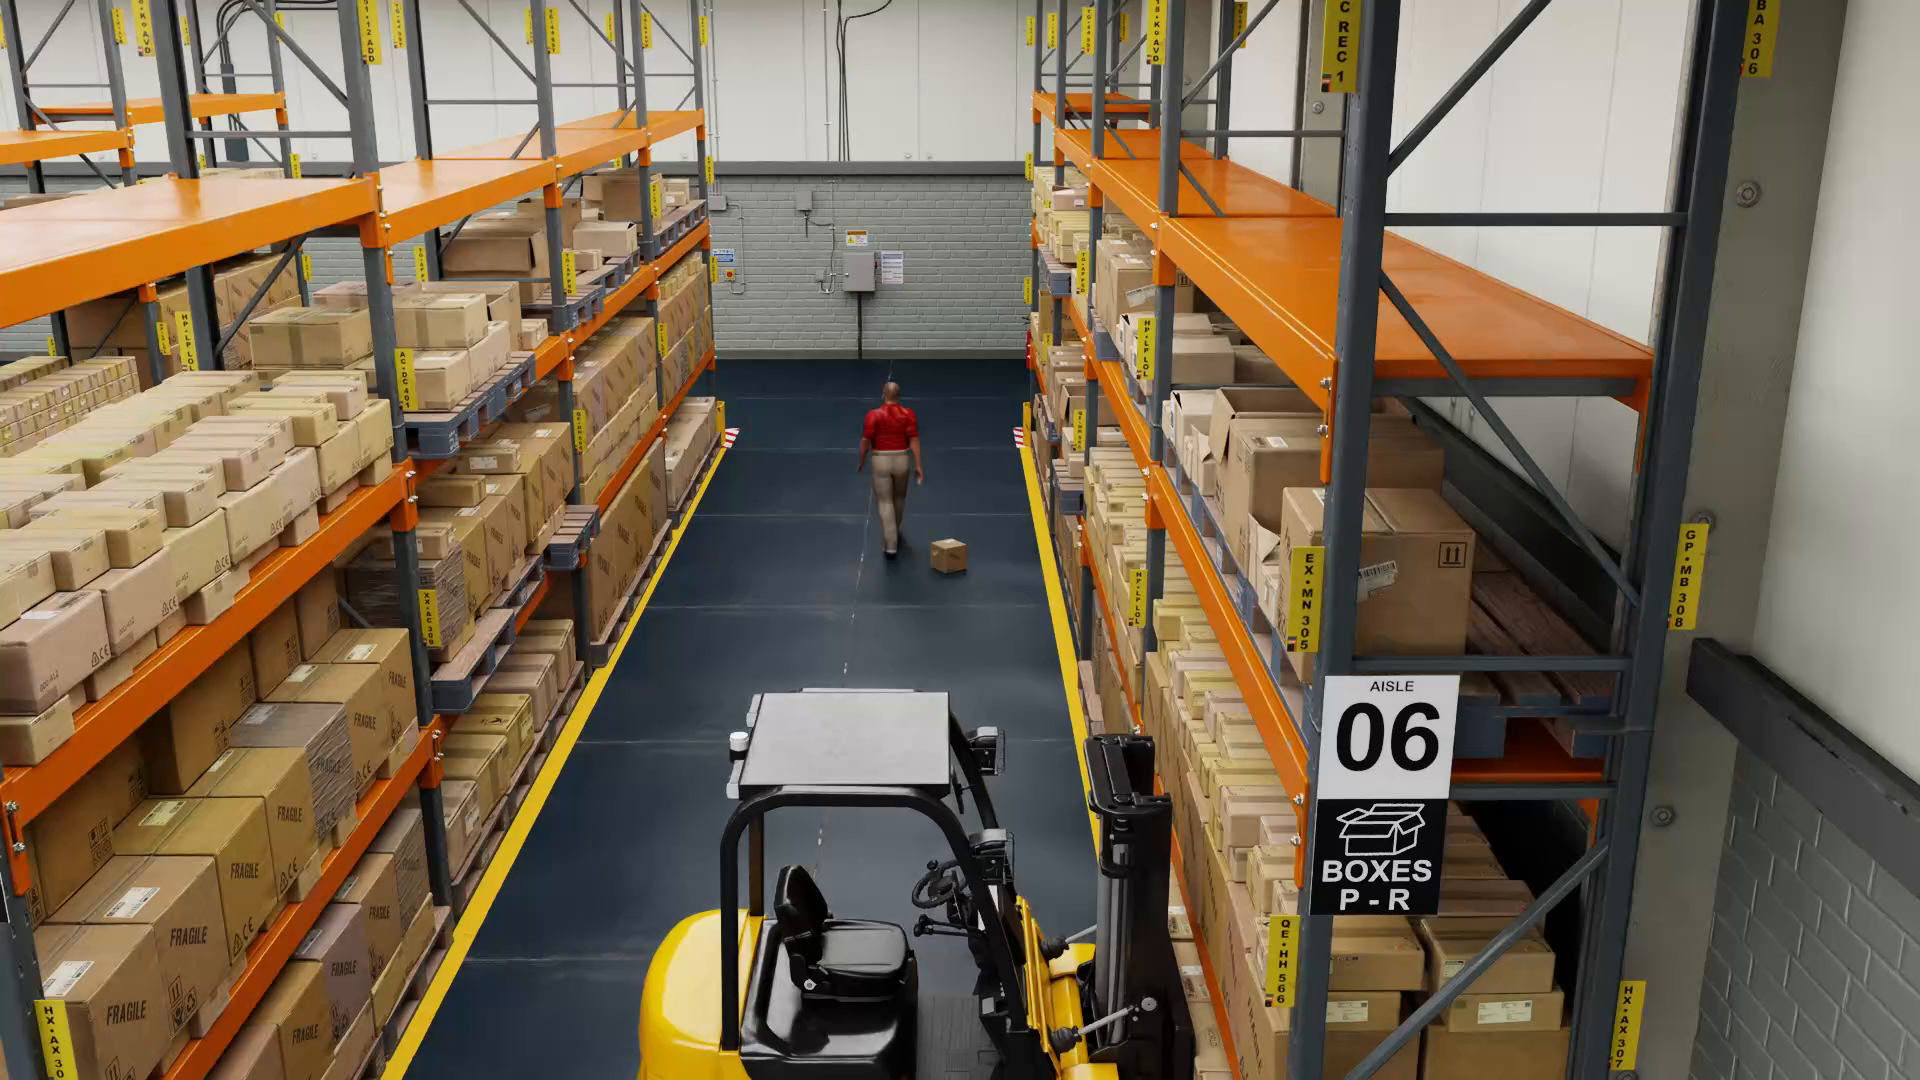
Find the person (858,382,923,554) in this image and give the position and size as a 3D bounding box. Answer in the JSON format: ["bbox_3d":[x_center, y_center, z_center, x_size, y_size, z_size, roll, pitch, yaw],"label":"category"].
[{"bbox_3d":[-0.726,-0.779,16.651,0.586,1.677,0.973,-5,18,-16],"label":"person"}]
